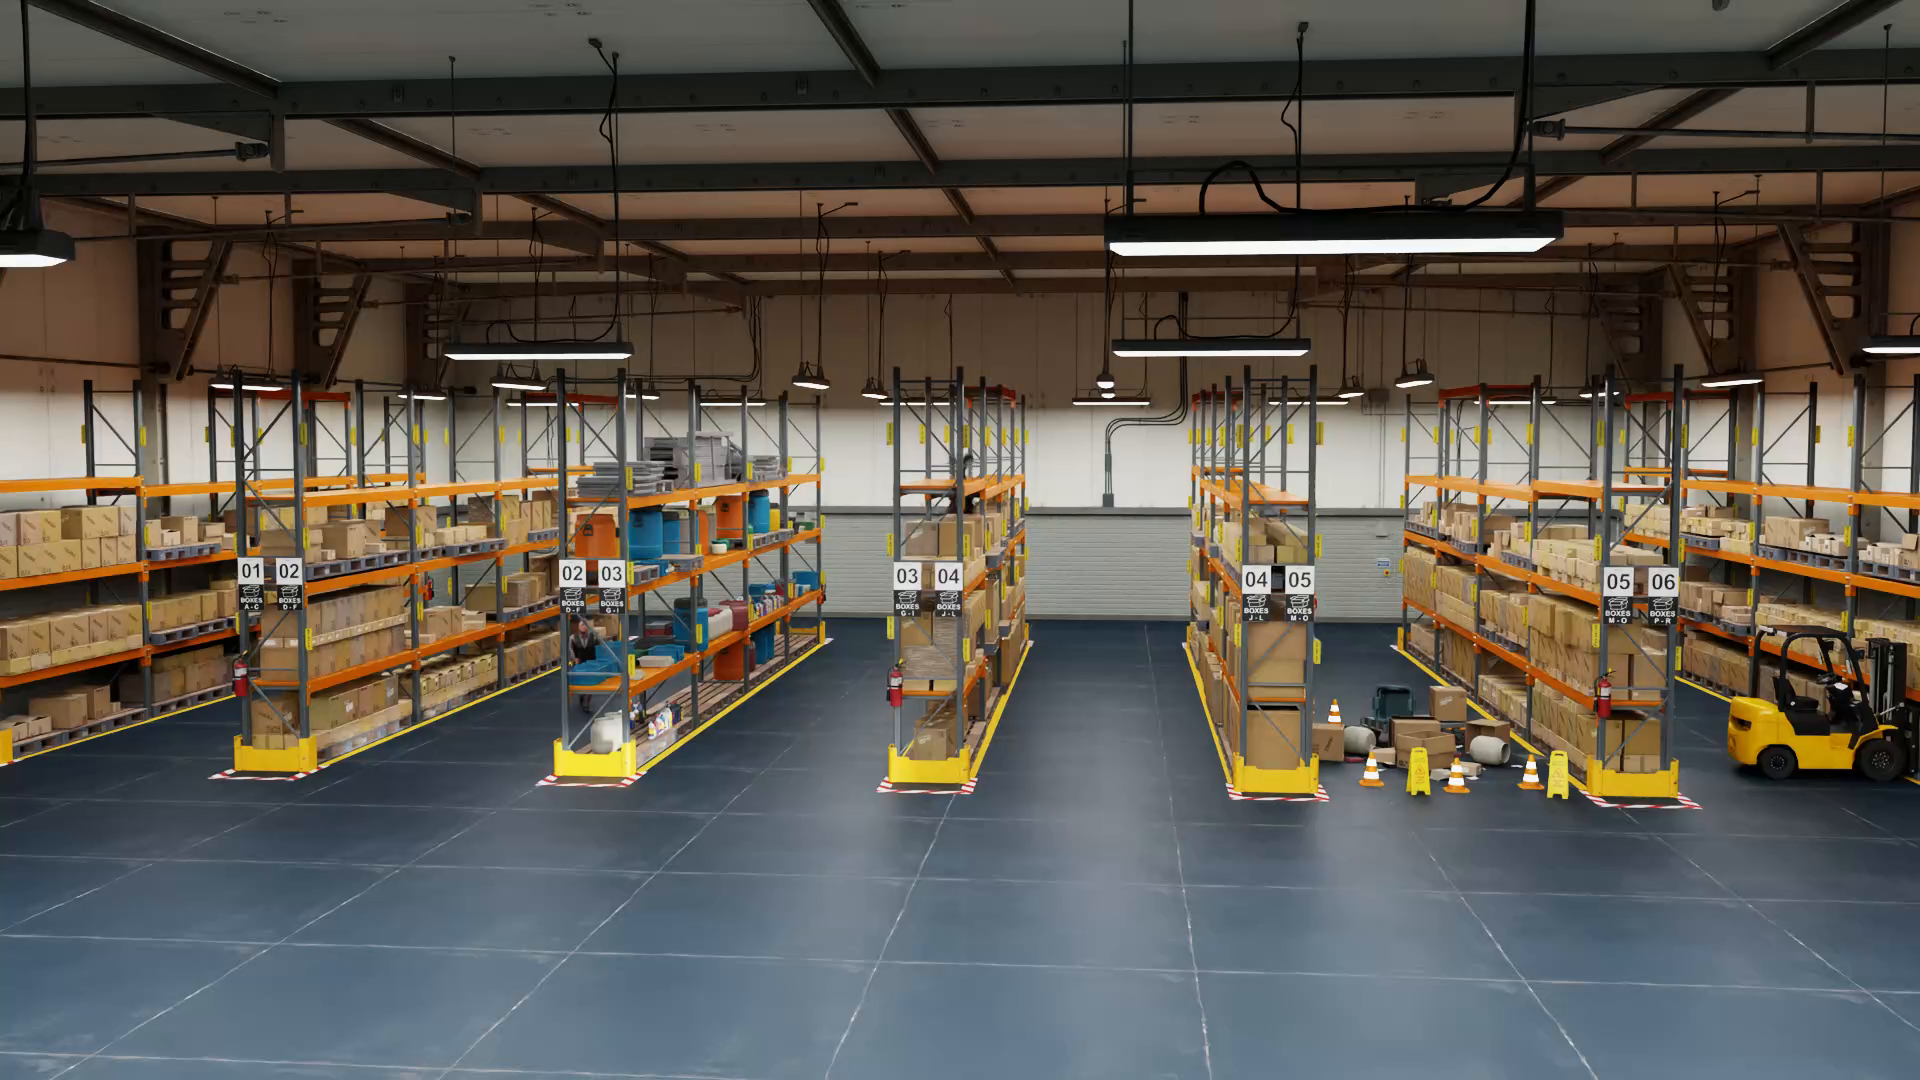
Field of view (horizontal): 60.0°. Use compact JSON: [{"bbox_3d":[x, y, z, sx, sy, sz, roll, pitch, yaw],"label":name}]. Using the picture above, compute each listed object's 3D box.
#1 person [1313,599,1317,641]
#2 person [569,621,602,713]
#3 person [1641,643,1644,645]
[{"bbox_3d":[7.890,1.802,38.182,0.674,1.682,0.707,-1,4,-21],"label":"person"},{"bbox_3d":[-6.859,2.285,30.356,0.656,1.680,0.797,-1,4,-11],"label":"person"},{"bbox_3d":[11.849,2.308,29.766,0.663,1.699,0.728,-1,4,-13],"label":"person"}]
